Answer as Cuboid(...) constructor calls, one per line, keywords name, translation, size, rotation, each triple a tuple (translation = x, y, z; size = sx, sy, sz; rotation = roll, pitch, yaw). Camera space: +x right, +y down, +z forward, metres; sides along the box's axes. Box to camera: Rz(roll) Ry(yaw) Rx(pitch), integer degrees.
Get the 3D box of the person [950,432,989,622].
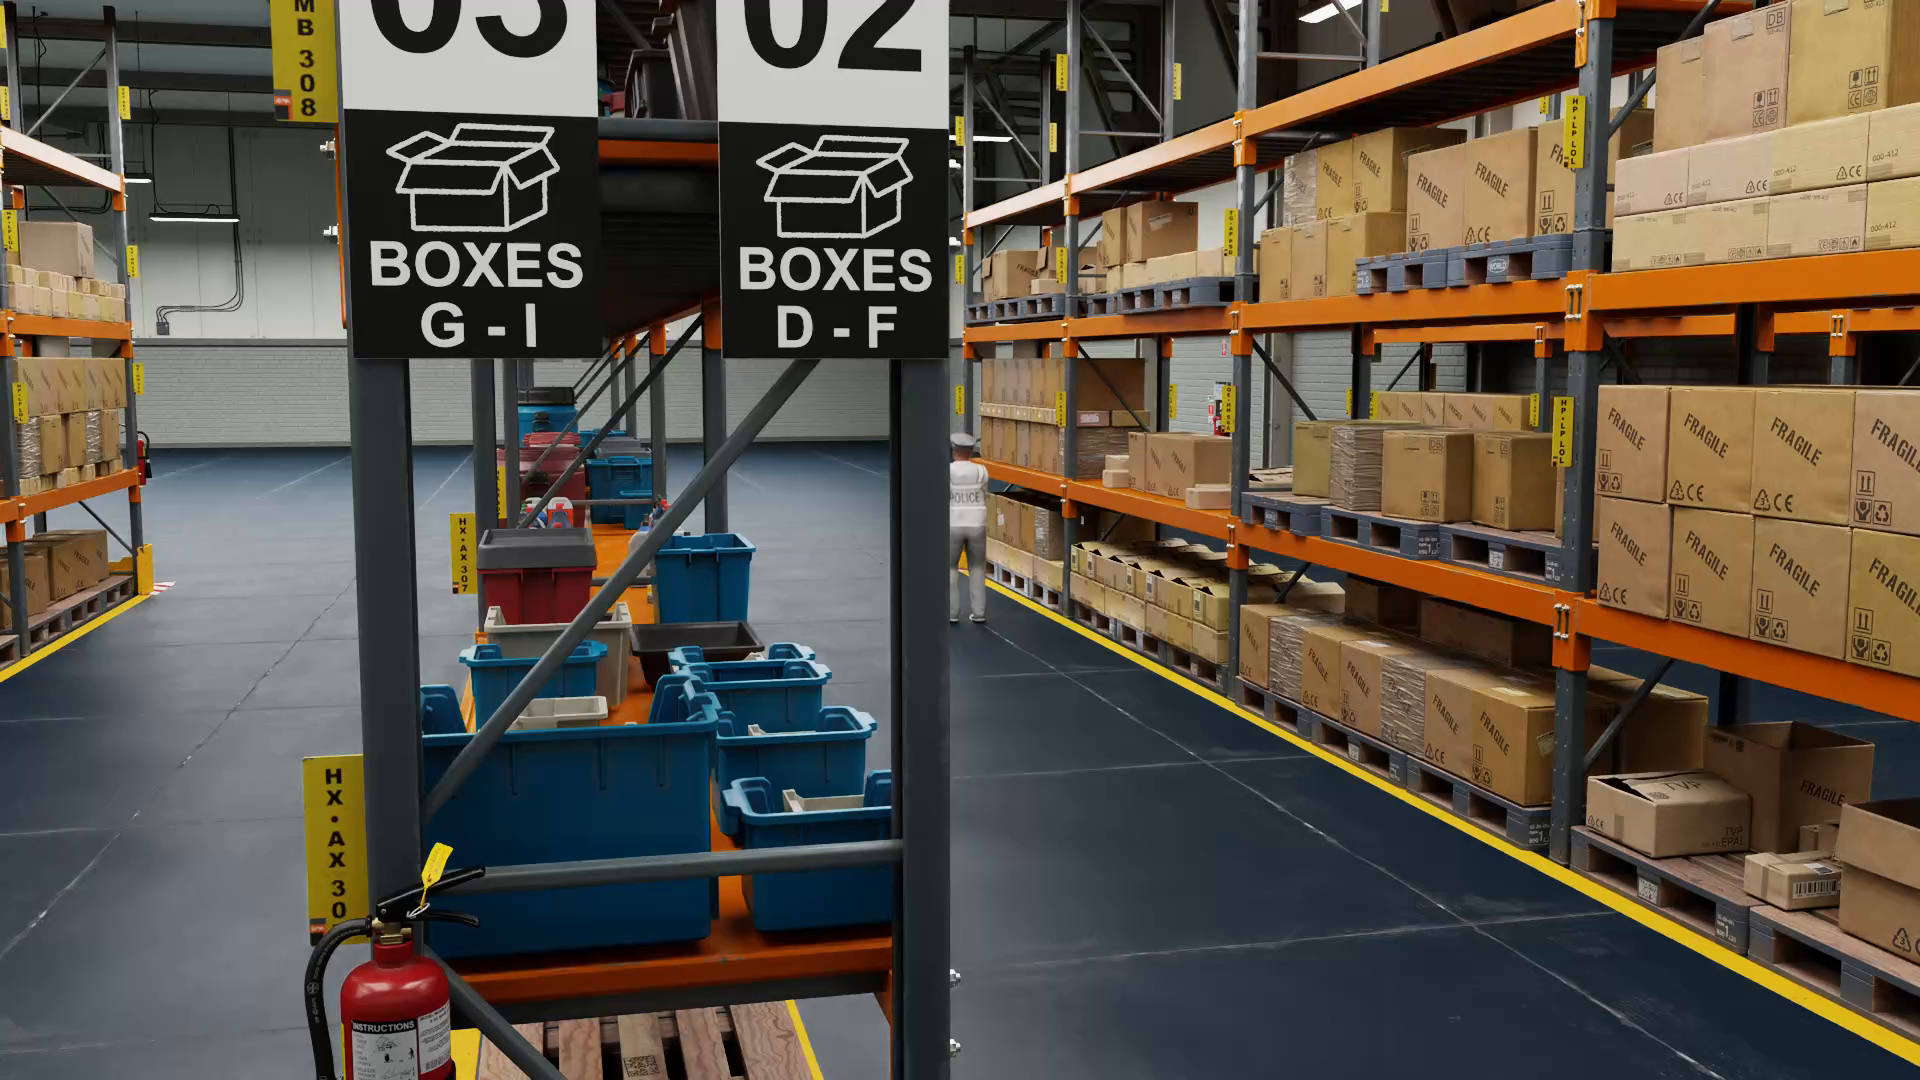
Cuboid(name="person", translation=(0.008, -0.122, 15.495), size=(0.494, 1.767, 0.556), rotation=(-1, 6, -9))
